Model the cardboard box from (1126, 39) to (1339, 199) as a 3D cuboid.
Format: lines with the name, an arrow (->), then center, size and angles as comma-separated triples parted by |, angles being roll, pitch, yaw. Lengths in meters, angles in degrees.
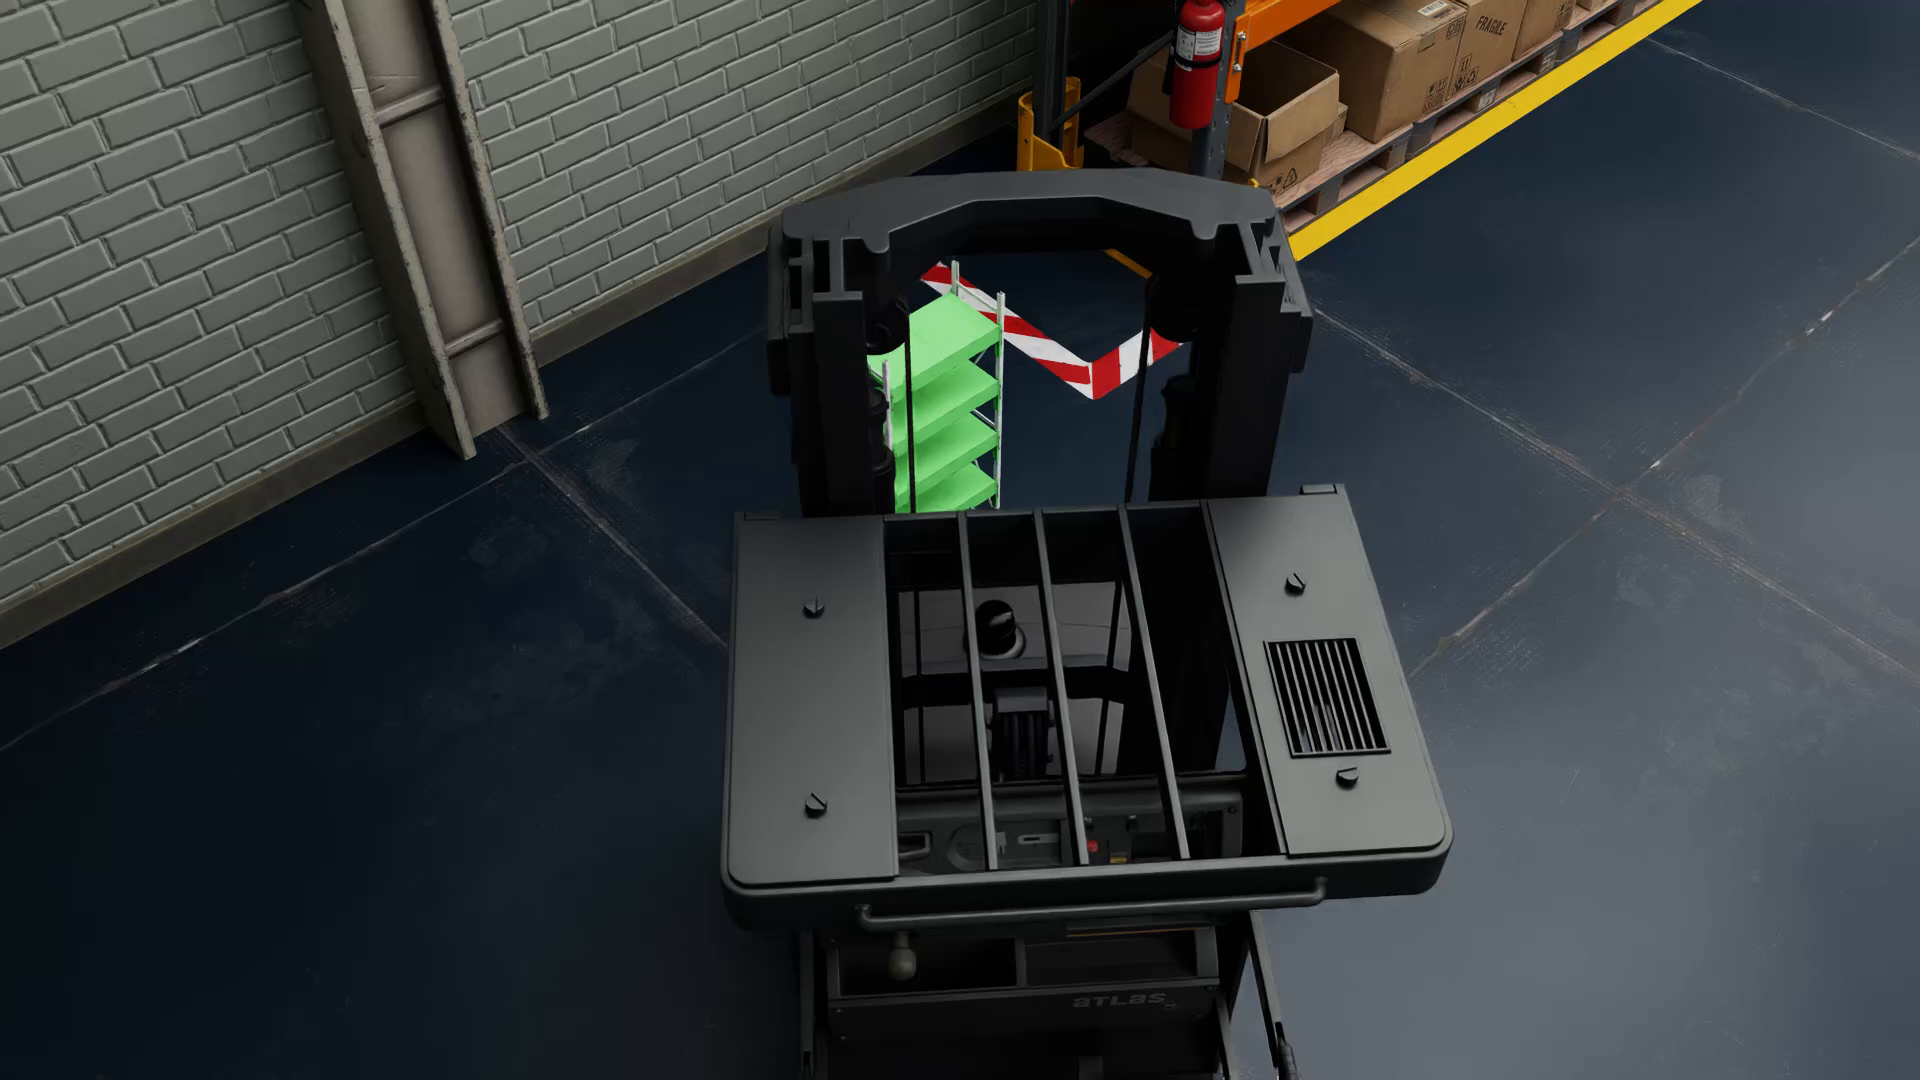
cardboard box -> 1.213, -1.899, 7.374 | 0.637, 0.503, 0.797 | -36, 57, -28

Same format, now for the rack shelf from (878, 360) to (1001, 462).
rack shelf -> -0.122, -0.444, 5.604 | 0.480, 0.148, 0.258 | -34, 56, -27

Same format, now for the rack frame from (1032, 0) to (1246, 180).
rack frame -> 0.697, -2.353, 6.380 | 0.127, 3.000, 1.000 | -34, 56, -27

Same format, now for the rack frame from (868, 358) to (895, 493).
rack frame -> -0.303, -0.204, 5.622 | 0.015, 1.200, 0.240 | -34, 56, -27

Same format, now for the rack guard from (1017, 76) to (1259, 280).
rack guard -> 0.753, -1.543, 7.333 | 0.348, 0.500, 1.175 | -34, 56, -27

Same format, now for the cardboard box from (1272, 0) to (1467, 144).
cardboard box -> 1.872, -2.300, 7.746 | 0.500, 0.500, 0.700 | -32, 55, -26

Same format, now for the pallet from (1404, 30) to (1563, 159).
pallet -> 2.245, -2.439, 8.357 | 1.213, 0.211, 1.003 | -34, 56, -27

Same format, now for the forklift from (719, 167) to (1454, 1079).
forklift -> 0.164, 0.845, 3.476 | 1.130, 2.935, 3.031 | -3, 47, -3

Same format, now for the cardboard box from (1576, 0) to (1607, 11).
cardboard box -> 3.178, -2.934, 8.491 | 0.258, 0.266, 0.396 | -32, 55, -26

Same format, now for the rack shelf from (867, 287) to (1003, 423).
rack shelf -> -0.122, -0.607, 5.428 | 0.480, 0.148, 0.258 | -34, 56, -27

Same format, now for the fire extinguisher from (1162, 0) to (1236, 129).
fire extinguisher -> 0.899, -1.876, 6.246 | 0.183, 0.674, 0.296 | -34, 56, -27

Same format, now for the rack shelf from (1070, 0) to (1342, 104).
rack shelf -> 2.177, -3.098, 7.557 | 4.000, 0.370, 1.077 | -34, 56, -27

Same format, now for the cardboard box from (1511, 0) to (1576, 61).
cardboard box -> 2.640, -2.813, 8.220 | 0.500, 0.500, 0.700 | -36, 57, -28

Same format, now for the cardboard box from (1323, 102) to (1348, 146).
cardboard box -> 1.554, -1.968, 7.679 | 0.250, 0.149, 0.380 | -36, 57, -28

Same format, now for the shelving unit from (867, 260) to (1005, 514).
shelving unit -> -0.122, -0.325, 5.733 | 0.503, 1.200, 0.258 | -34, 56, -27

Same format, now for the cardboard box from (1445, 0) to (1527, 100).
cardboard box -> 2.330, -2.507, 7.937 | 0.500, 0.500, 0.500 | -33, 55, -27

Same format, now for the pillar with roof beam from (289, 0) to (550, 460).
pillar with roof beam -> 0.992, -1.203, 1.237 | 0.400, 9.000, 9.100 | -34, 56, -27

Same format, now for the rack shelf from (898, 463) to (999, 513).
rack shelf -> -0.122, -0.119, 5.957 | 0.480, 0.148, 0.258 | -34, 56, -27

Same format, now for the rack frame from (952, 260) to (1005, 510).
rack frame -> 0.058, -0.446, 5.845 | 0.015, 1.200, 0.240 | -34, 56, -27

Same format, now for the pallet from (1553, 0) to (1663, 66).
pallet -> 3.148, -3.046, 8.917 | 1.213, 0.211, 1.003 | -34, 56, -27

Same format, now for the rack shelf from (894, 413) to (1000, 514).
rack shelf -> -0.122, -0.282, 5.780 | 0.480, 0.148, 0.258 | -34, 56, -27

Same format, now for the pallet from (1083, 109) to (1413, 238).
pallet -> 1.342, -1.839, 7.804 | 1.213, 0.211, 1.003 | -34, 56, -27
